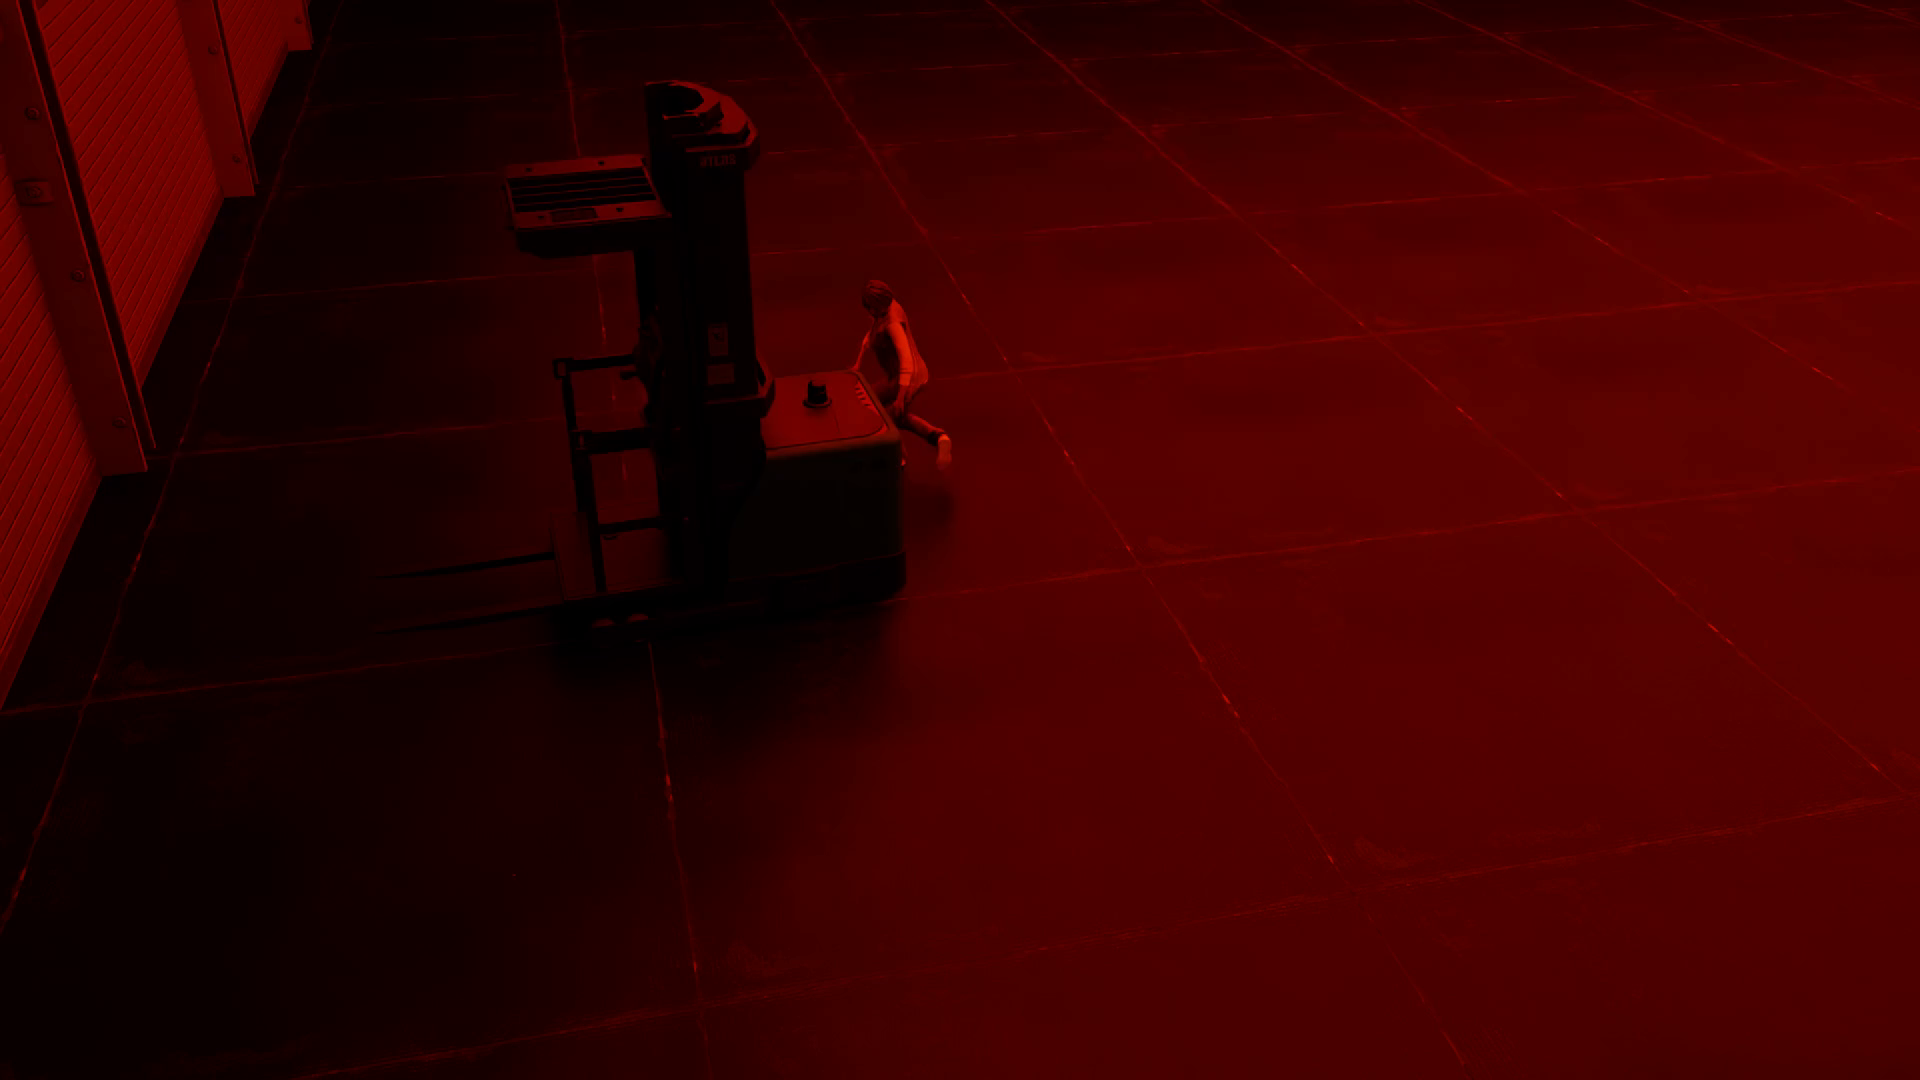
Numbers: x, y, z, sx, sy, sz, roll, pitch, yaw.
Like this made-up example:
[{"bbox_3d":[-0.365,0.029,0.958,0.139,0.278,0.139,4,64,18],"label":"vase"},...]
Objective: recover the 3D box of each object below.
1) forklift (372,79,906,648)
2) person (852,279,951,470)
[{"bbox_3d":[-1.896,-0.950,9.215,3.031,2.935,1.130,-9,31,-15],"label":"forklift"},{"bbox_3d":[-0.412,-1.045,10.993,0.746,1.358,0.541,10,31,16],"label":"person"}]
